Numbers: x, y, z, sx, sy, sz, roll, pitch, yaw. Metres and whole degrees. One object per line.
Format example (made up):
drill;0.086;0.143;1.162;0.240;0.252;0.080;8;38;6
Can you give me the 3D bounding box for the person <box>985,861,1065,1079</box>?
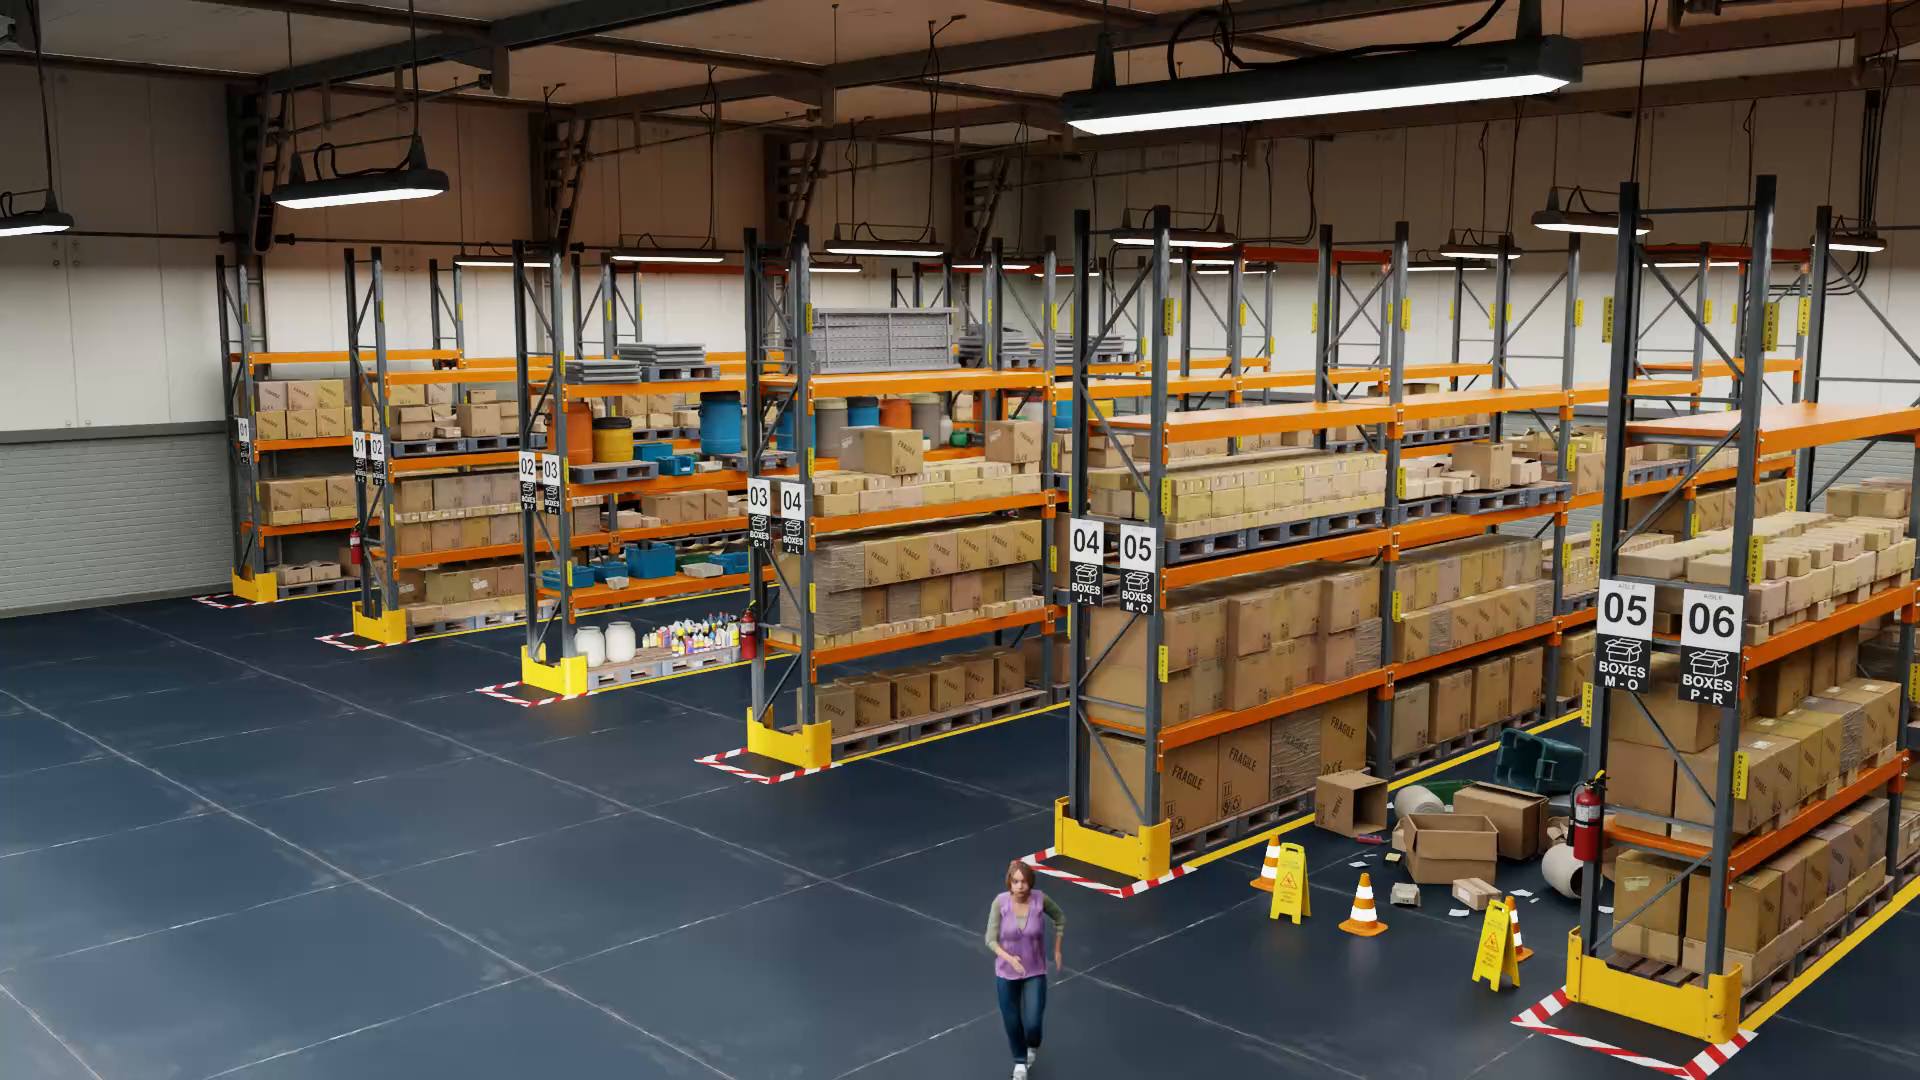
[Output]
person;0.423;2.859;10.911;0.514;1.563;0.602;1;8;5
